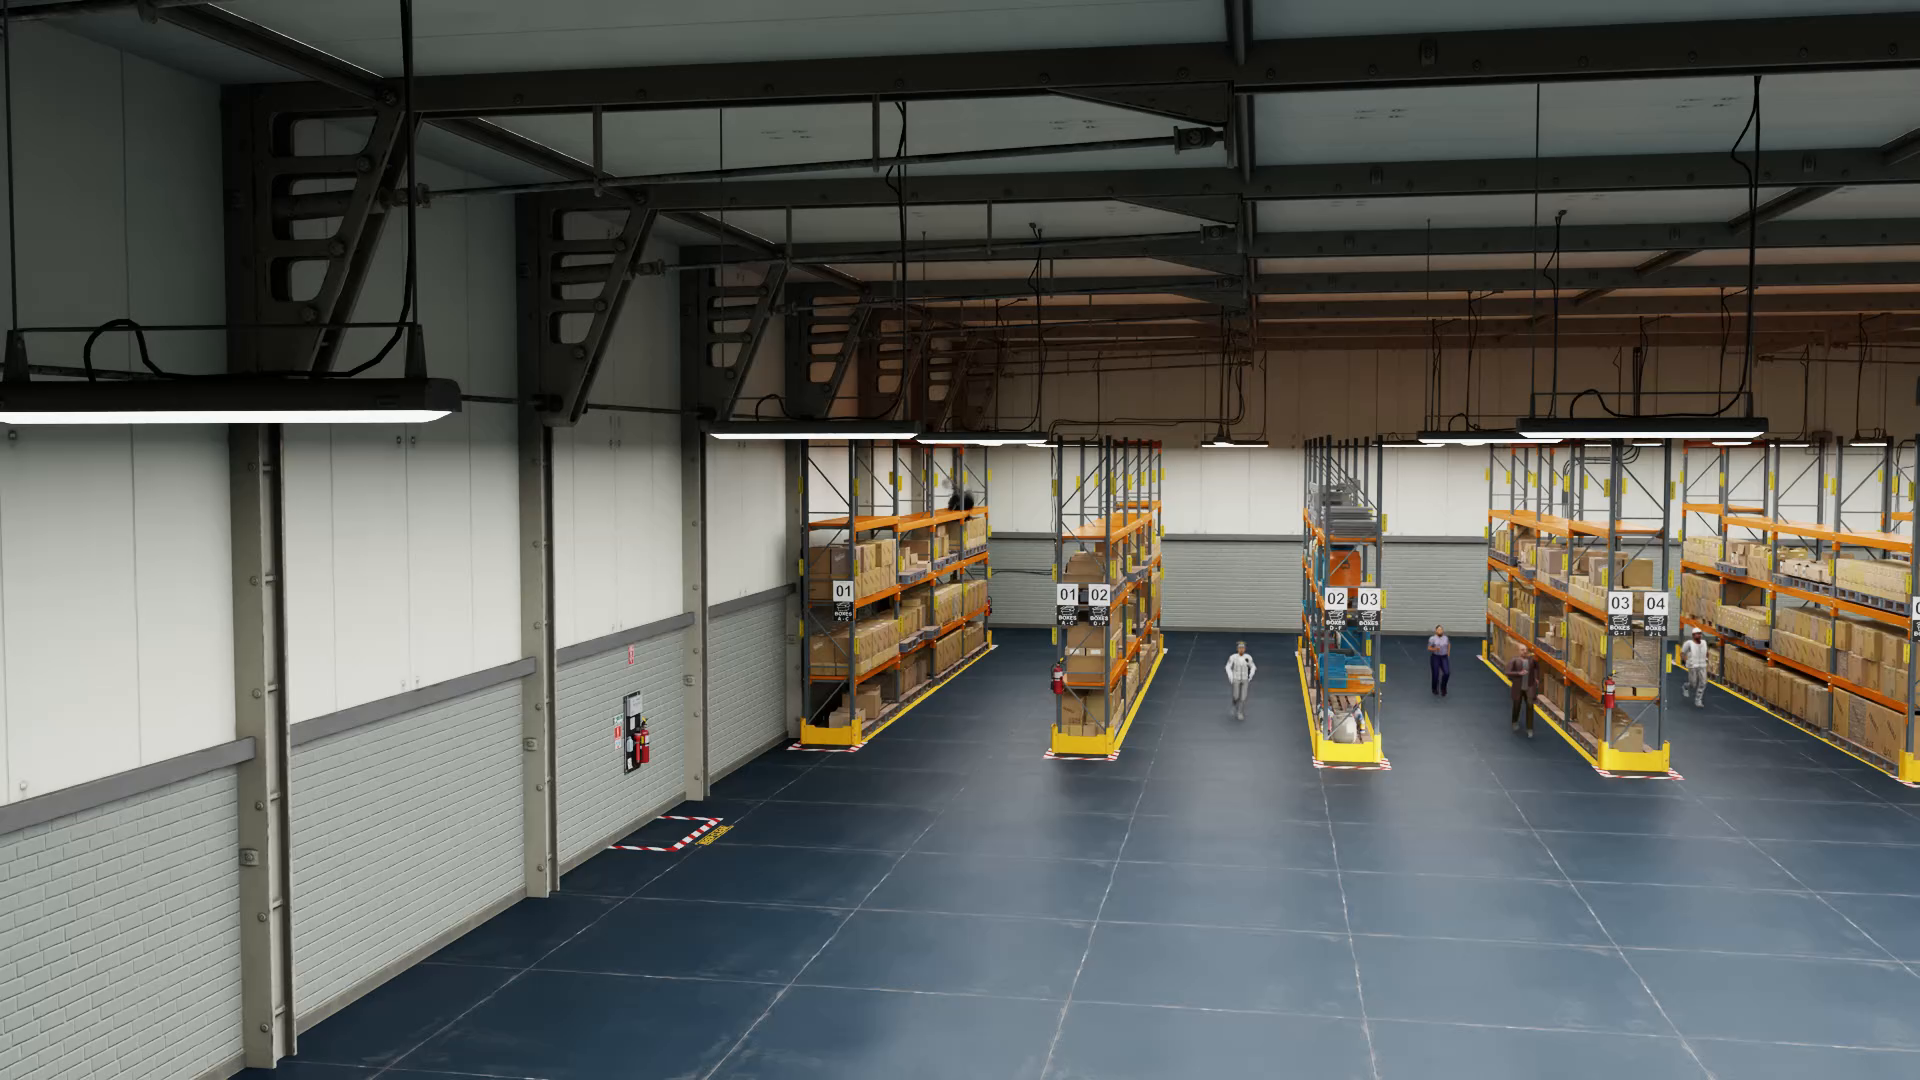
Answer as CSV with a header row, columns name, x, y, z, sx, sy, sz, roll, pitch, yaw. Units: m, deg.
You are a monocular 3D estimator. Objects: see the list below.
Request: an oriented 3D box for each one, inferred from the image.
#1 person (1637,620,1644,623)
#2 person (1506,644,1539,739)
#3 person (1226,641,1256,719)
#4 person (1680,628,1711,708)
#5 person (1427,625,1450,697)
name,x,y,z,sx,sy,sz,roll,pitch,yaw
person,17.943,2.471,44.124,0.664,1.784,0.886,1,3,16
person,11.315,3.009,33.439,0.684,1.824,0.949,0,3,8
person,5.997,2.984,35.433,0.634,1.660,0.544,0,3,2
person,16.481,2.839,37.252,0.669,1.753,0.769,0,3,-2
person,11.159,2.830,38.658,0.583,1.670,0.660,0,3,2
